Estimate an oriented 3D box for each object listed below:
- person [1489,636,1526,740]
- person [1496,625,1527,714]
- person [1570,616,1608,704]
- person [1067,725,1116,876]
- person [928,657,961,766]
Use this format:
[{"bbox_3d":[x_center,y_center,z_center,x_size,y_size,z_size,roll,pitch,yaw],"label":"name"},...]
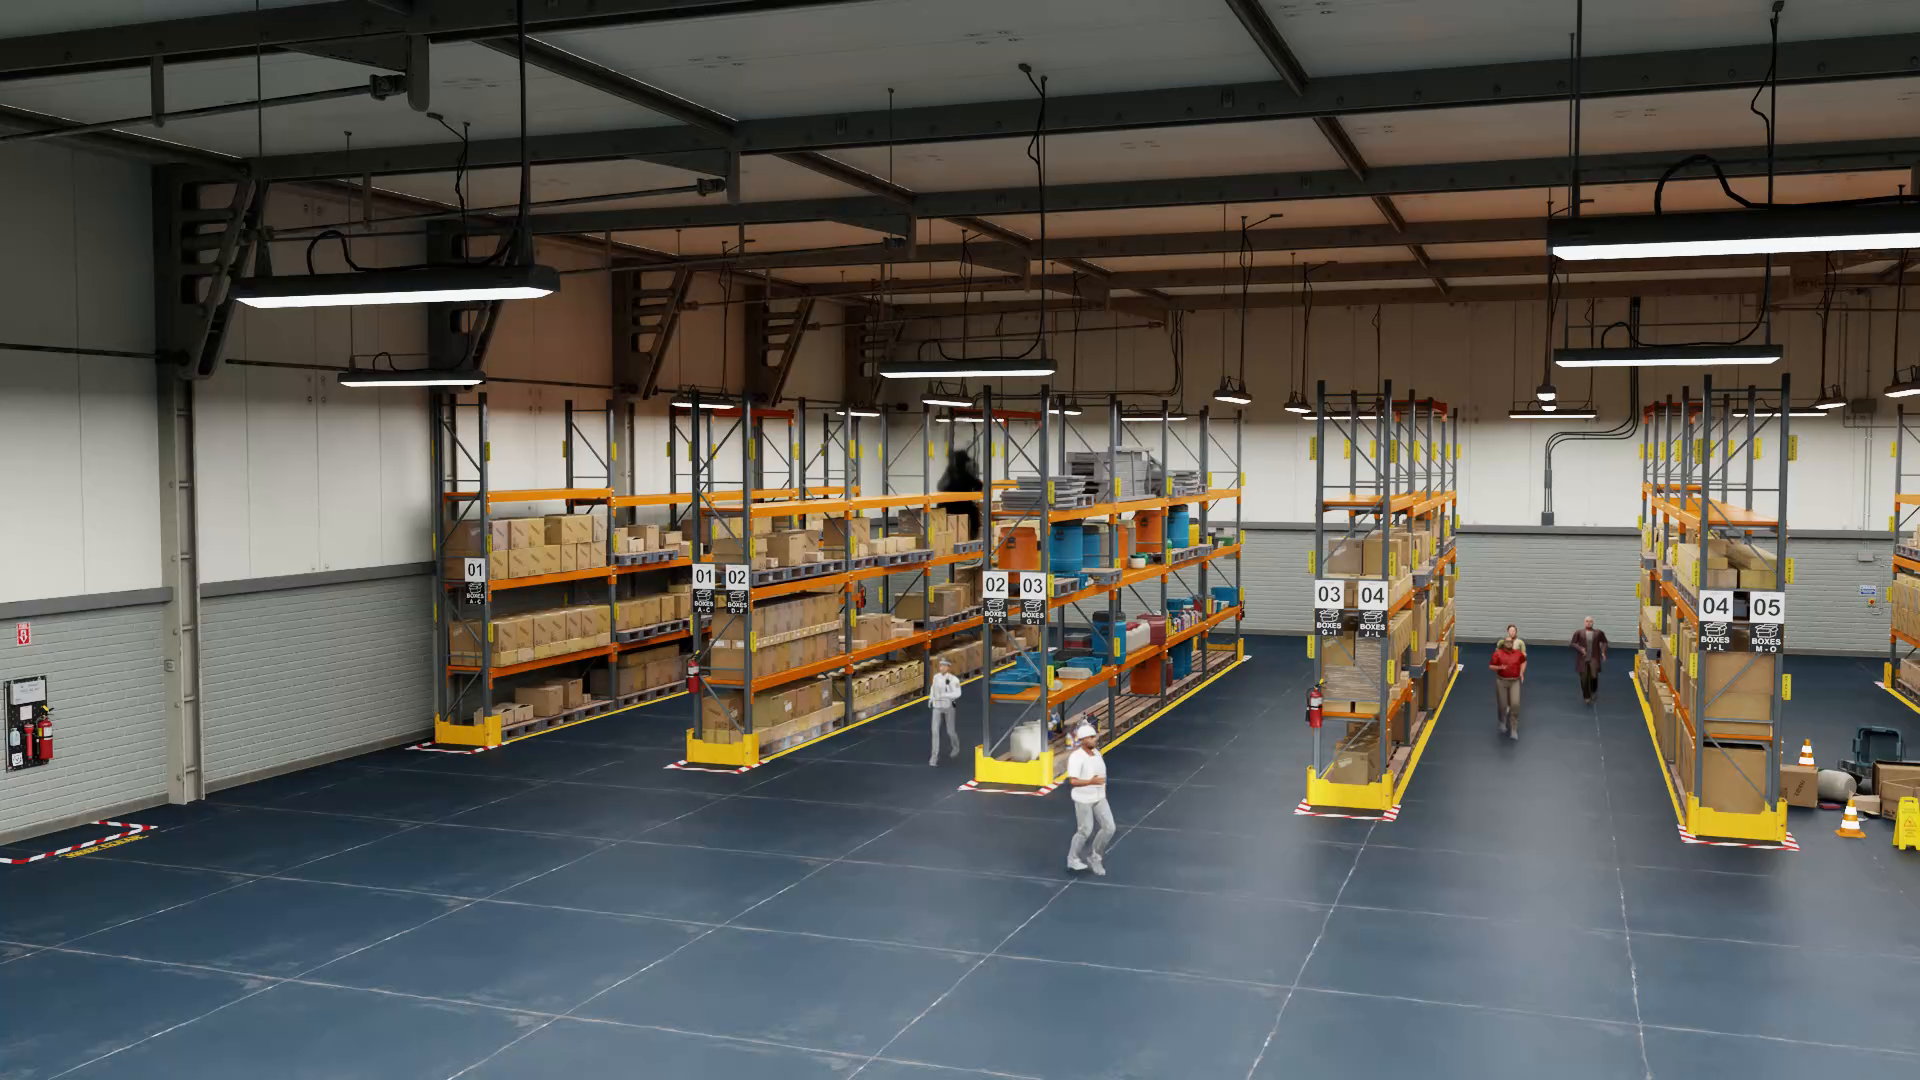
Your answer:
[{"bbox_3d":[9.635,2.572,29.242,0.647,1.773,0.823,1,3,14],"label":"person"},{"bbox_3d":[10.554,2.441,31.846,0.560,1.639,0.665,1,3,15],"label":"person"},{"bbox_3d":[12.435,2.382,32.848,0.673,1.739,0.631,1,3,21],"label":"person"},{"bbox_3d":[1.552,3.082,19.604,0.677,1.795,0.683,-3,4,-44],"label":"person"},{"bbox_3d":[-0.253,2.708,26.653,0.614,1.689,0.919,1,3,21],"label":"person"}]
